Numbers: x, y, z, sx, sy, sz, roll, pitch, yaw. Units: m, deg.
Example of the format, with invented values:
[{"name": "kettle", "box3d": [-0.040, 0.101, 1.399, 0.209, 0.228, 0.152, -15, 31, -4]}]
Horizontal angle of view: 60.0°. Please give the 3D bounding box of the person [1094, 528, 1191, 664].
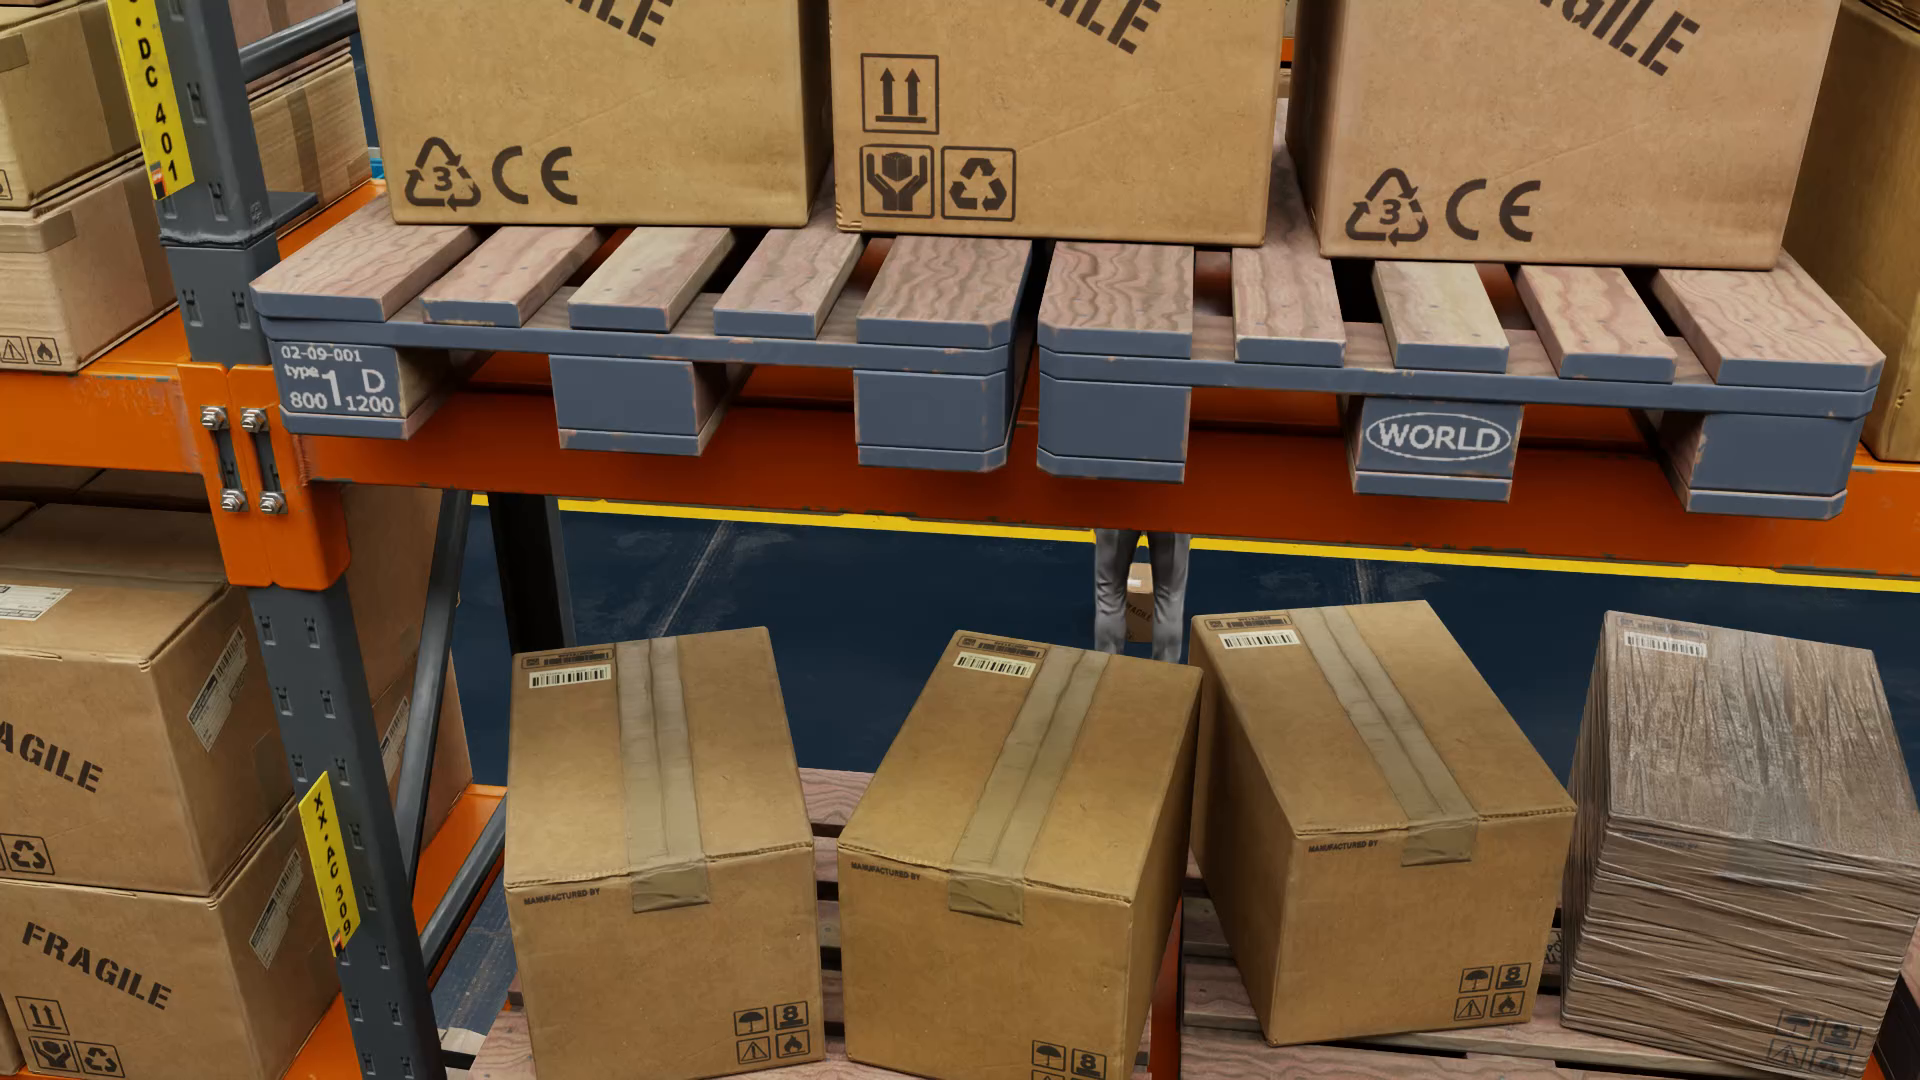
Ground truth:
[{"name": "person", "box3d": [0.684, -0.116, 6.348, 0.475, 1.660, 0.327, 4, 29, 7]}]
